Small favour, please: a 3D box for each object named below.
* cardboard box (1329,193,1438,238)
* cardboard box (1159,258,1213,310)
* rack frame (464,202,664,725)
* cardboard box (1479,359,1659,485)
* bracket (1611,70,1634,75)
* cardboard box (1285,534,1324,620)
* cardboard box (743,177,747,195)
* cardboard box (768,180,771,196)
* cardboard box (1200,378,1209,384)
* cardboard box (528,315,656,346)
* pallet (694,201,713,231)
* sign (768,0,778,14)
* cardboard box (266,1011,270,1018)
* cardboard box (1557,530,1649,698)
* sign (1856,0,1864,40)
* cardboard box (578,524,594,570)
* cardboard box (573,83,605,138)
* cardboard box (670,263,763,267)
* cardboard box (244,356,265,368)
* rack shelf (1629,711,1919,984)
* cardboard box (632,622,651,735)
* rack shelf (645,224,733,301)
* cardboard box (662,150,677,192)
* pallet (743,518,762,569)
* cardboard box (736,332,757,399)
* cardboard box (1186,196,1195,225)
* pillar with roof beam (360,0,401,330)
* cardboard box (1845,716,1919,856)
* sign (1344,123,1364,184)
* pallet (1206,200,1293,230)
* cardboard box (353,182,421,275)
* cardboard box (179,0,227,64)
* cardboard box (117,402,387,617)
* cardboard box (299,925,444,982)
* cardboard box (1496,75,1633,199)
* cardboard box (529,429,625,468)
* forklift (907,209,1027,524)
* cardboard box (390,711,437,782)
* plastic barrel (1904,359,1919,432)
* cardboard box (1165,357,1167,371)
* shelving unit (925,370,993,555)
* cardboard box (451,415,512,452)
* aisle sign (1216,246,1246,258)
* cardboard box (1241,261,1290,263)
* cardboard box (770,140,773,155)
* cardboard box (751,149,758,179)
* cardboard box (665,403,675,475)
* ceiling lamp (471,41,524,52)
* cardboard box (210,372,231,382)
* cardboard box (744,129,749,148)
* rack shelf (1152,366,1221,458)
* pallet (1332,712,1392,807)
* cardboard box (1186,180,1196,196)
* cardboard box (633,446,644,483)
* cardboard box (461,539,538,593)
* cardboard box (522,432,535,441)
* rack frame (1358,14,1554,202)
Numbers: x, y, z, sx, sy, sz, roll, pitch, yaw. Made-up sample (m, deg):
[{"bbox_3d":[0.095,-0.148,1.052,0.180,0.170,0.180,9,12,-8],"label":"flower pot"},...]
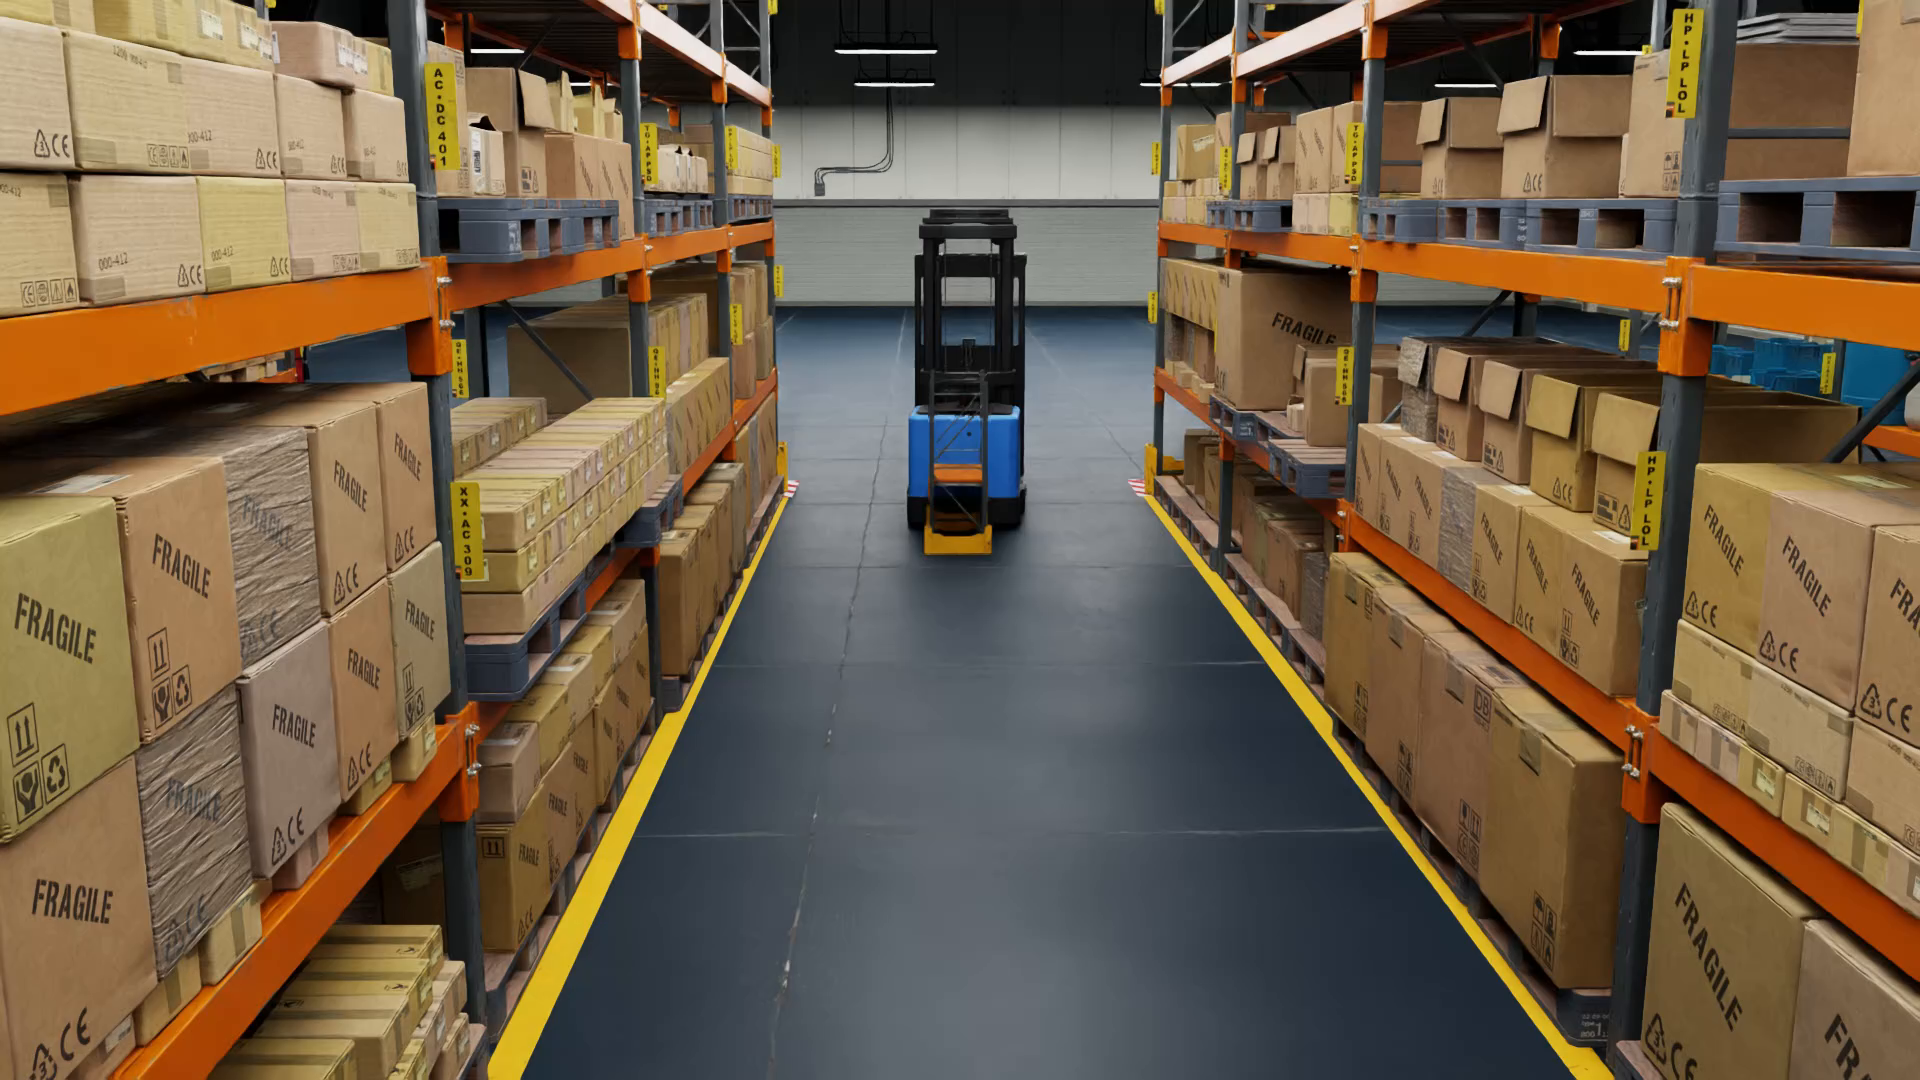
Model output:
[{"bbox_3d":[2.452,-1.887,9.651,0.500,0.250,0.500,0,11,-1],"label":"cardboard box"},{"bbox_3d":[2.281,-2.562,16.629,0.500,0.500,0.500,0,11,-1],"label":"cardboard box"},{"bbox_3d":[-2.254,-0.397,9.472,1.000,3.000,0.127,0,11,-1],"label":"rack frame"},{"bbox_3d":[2.738,-0.530,7.352,0.797,0.503,0.637,0,11,1],"label":"cardboard box"},{"bbox_3d":[17.365,-11.985,42.447,0.076,0.066,4.783,0,11,-1],"label":"bracket"},{"bbox_3d":[2.631,0.256,11.433,0.700,0.500,0.500,1,11,4],"label":"cardboard box"},{"bbox_3d":[-2.020,-3.019,14.174,0.380,0.149,0.250,0,11,-2],"label":"cardboard box"},{"bbox_3d":[-2.069,-3.474,16.420,0.380,0.149,0.250,0,11,-1],"label":"cardboard box"},{"bbox_3d":[2.350,-1.360,14.848,0.380,0.149,0.250,0,11,-1],"label":"cardboard box"},{"bbox_3d":[-2.265,-1.126,10.298,0.700,0.500,0.500,0,11,-2],"label":"cardboard box"},{"bbox_3d":[-2.268,-2.386,12.215,0.805,0.209,1.217,-1,11,-3],"label":"pallet"},{"bbox_3d":[-1.876,-5.423,16.611,0.100,0.325,0.005,0,11,-1],"label":"sign"},{"bbox_3d":[-2.485,1.663,5.431,0.380,0.149,0.250,-1,11,-4],"label":"cardboard box"},{"bbox_3d":[2.507,0.257,5.997,0.500,0.500,0.500,0,11,-1],"label":"cardboard box"},{"bbox_3d":[7.026,-4.050,12.917,0.100,0.325,0.005,0,11,-1],"label":"sign"},{"bbox_3d":[-1.742,0.030,6.943,0.380,0.149,0.250,-1,11,-4],"label":"cardboard box"},{"bbox_3d":[-1.960,-2.110,8.195,0.396,0.266,0.258,0,11,-1],"label":"cardboard box"},{"bbox_3d":[-2.450,-2.516,16.824,0.875,0.550,0.550,0,11,-1],"label":"cardboard box"},{"bbox_3d":[-7.073,-1.935,16.055,0.500,0.500,0.500,0,11,-1],"label":"cardboard box"},{"bbox_3d":[2.831,1.148,3.666,1.077,0.370,4.000,0,11,-1],"label":"rack shelf"},{"bbox_3d":[-1.979,0.752,9.039,0.500,0.500,0.500,0,11,-1],"label":"cardboard box"},{"bbox_3d":[-2.295,-1.912,11.205,1.077,0.370,4.000,0,11,-1],"label":"rack shelf"},{"bbox_3d":[-2.059,-2.293,10.342,0.500,0.250,0.500,0,11,0],"label":"cardboard box"},{"bbox_3d":[-2.274,0.023,14.415,1.003,0.211,1.213,0,11,-1],"label":"pallet"},{"bbox_3d":[-2.283,-1.556,14.808,0.875,0.550,0.550,0,11,-1],"label":"cardboard box"},{"bbox_3d":[2.333,-2.983,15.051,0.500,0.250,0.500,0,11,1],"label":"cardboard box"},{"bbox_3d":[-9.407,-9.512,39.313,9.100,9.000,0.548,0,11,-1],"label":"pillar with roof beam"},{"bbox_3d":[2.560,0.622,4.079,0.500,0.250,0.500,0,11,0],"label":"cardboard box"},{"bbox_3d":[2.165,-2.119,9.115,0.100,0.325,0.005,0,11,-1],"label":"sign"},{"bbox_3d":[2.531,-2.447,12.506,1.213,0.211,1.003,0,11,-1],"label":"pallet"},{"bbox_3d":[-1.891,-0.902,4.794,0.500,0.250,0.500,0,11,0],"label":"cardboard box"},{"bbox_3d":[-1.839,-1.121,3.612,0.380,0.149,0.250,0,11,-2],"label":"cardboard box"},{"bbox_3d":[-1.875,-0.092,4.452,0.500,0.500,0.500,-1,11,-3],"label":"cardboard box"},{"bbox_3d":[-1.903,1.367,5.392,0.380,0.149,0.250,0,11,0],"label":"cardboard box"},{"bbox_3d":[2.771,-1.718,7.122,0.797,0.503,0.637,0,11,-2],"label":"cardboard box"},{"bbox_3d":[-1.761,-0.419,7.658,0.380,0.149,0.250,0,11,2],"label":"cardboard box"},{"bbox_3d":[0.113,-1.826,16.688,1.130,2.935,3.031,1,11,3],"label":"forklift"},{"bbox_3d":[-1.817,0.628,5.053,0.380,0.149,0.250,-1,11,-3],"label":"cardboard box"},{"bbox_3d":[7.377,-1.088,12.538,0.433,0.535,0.433,0,11,0],"label":"plastic barrel"},{"bbox_3d":[2.310,-1.807,17.053,0.380,0.149,0.250,0,11,-1],"label":"cardboard box"},{"bbox_3d":[-0.021,-0.712,14.795,0.587,1.500,1.083,0,11,-1],"label":"shelving unit"},{"bbox_3d":[-2.424,-0.524,8.176,0.380,0.149,0.250,-1,11,-4],"label":"cardboard box"},{"bbox_3d":[2.841,-3.275,17.120,0.394,0.787,0.004,0,11,-1],"label":"aisle sign"},{"bbox_3d":[2.824,-2.365,15.660,0.500,0.500,0.500,0,11,-1],"label":"cardboard box"},{"bbox_3d":[-2.073,-3.914,16.583,0.380,0.149,0.250,0,11,-1],"label":"cardboard box"},{"bbox_3d":[-2.100,-3.389,14.996,0.500,0.250,0.500,0,11,-1],"label":"cardboard box"},{"bbox_3d":[-1.993,-0.536,9.908,0.500,0.500,0.500,0,11,-1],"label":"cardboard box"},{"bbox_3d":[-8.818,-10.988,31.909,2.000,3.185,0.800,0,11,-1],"label":"ceiling lamp"},{"bbox_3d":[-7.048,-1.496,15.523,0.380,0.149,0.250,0,11,-2],"label":"cardboard box"},{"bbox_3d":[-2.027,-3.461,14.350,0.380,0.149,0.250,0,11,-1],"label":"cardboard box"},{"bbox_3d":[2.583,-1.238,15.424,1.077,0.370,4.000,0,11,-1],"label":"rack shelf"},{"bbox_3d":[2.648,1.126,8.977,1.003,0.211,1.213,0,11,-1],"label":"pallet"},{"bbox_3d":[2.310,-3.265,15.440,0.380,0.149,0.250,-1,11,-4],"label":"cardboard box"},{"bbox_3d":[-1.768,-0.374,8.187,0.380,0.149,0.250,0,11,-1],"label":"cardboard box"},{"bbox_3d":[-1.719,0.089,5.902,0.380,0.149,0.250,0,11,0],"label":"cardboard box"},{"bbox_3d":[-2.437,-0.475,8.682,0.380,0.149,0.250,0,11,2],"label":"cardboard box"},{"bbox_3d":[2.707,-3.337,8.877,1.000,3.000,0.127,0,11,-1],"label":"rack frame"}]
